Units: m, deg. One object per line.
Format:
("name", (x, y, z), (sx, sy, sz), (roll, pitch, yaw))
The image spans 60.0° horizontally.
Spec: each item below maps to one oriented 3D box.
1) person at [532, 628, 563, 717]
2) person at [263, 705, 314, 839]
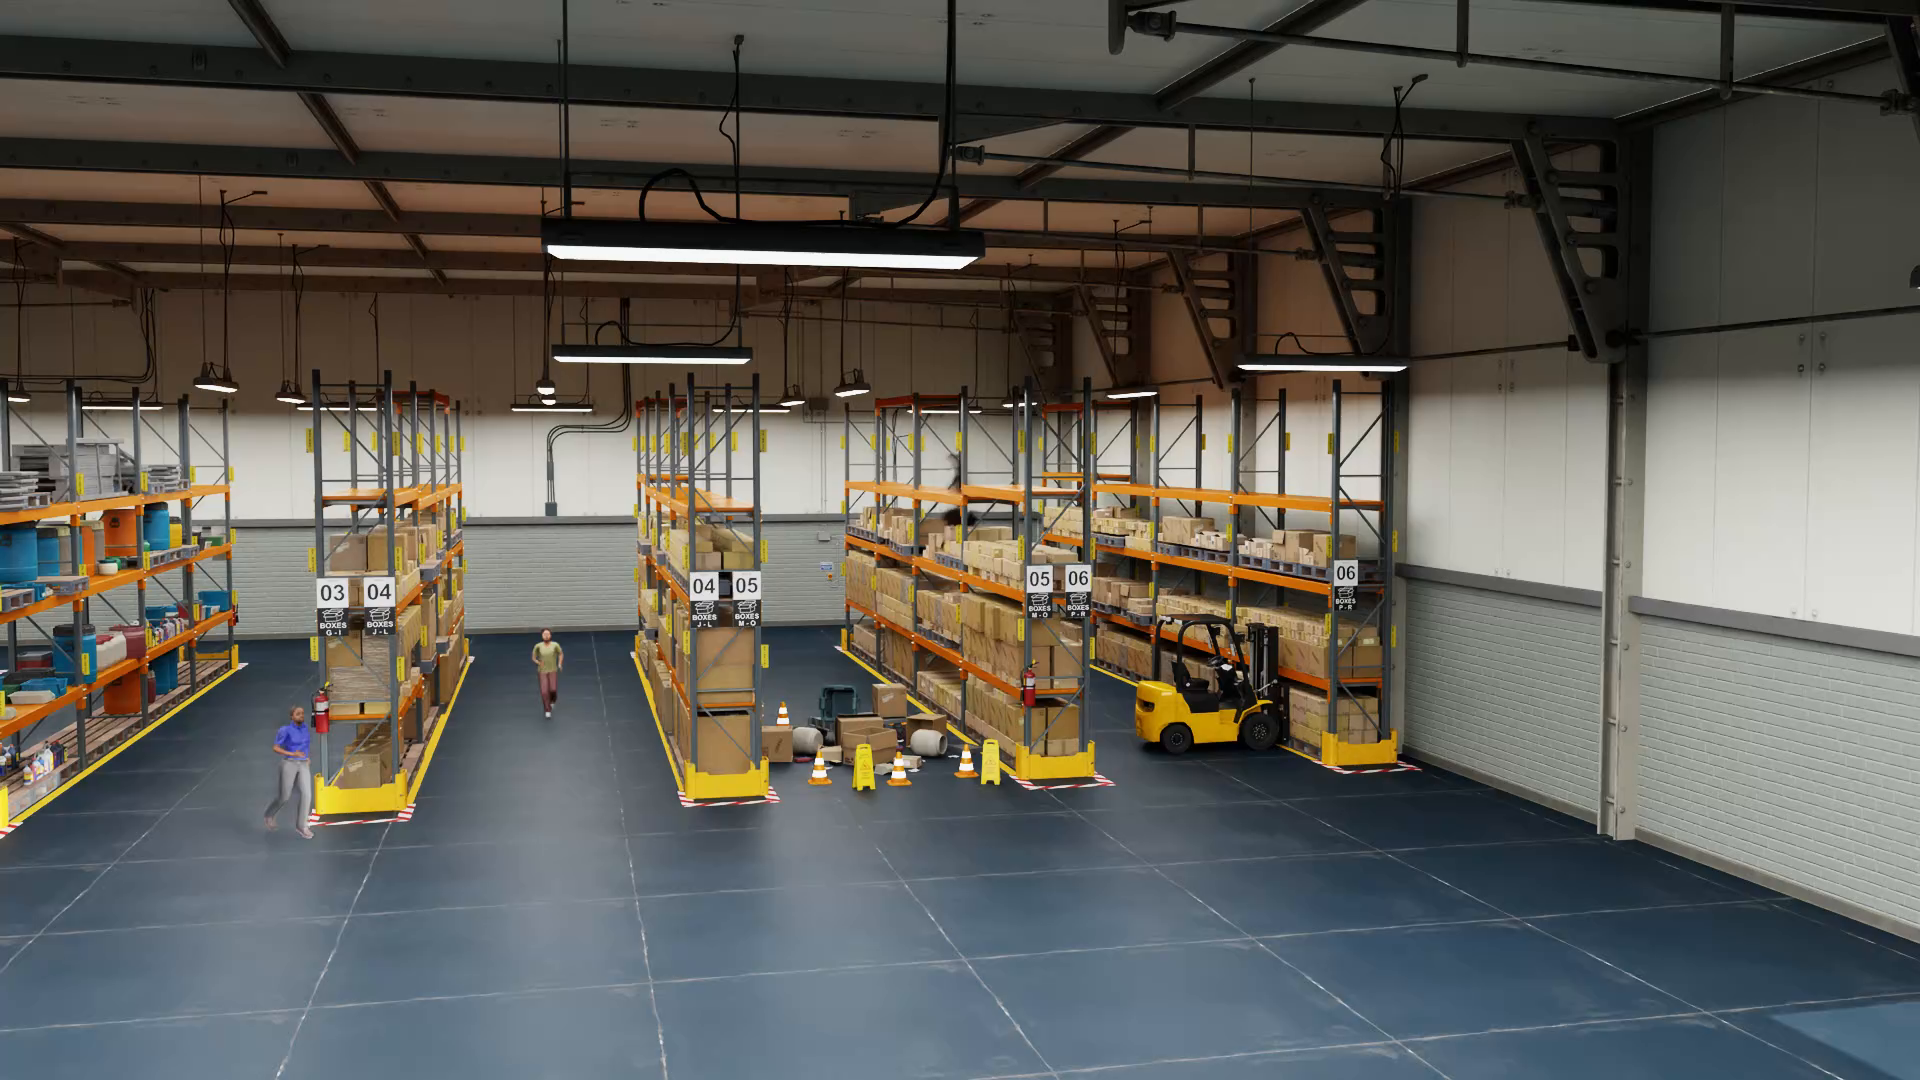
("person", (-7.552, 2.430, 30.472), (0.574, 1.631, 0.540), (-1, 3, -15))
("person", (-8.558, 2.947, 21.334), (0.851, 1.669, 0.589), (2, 4, 34))
